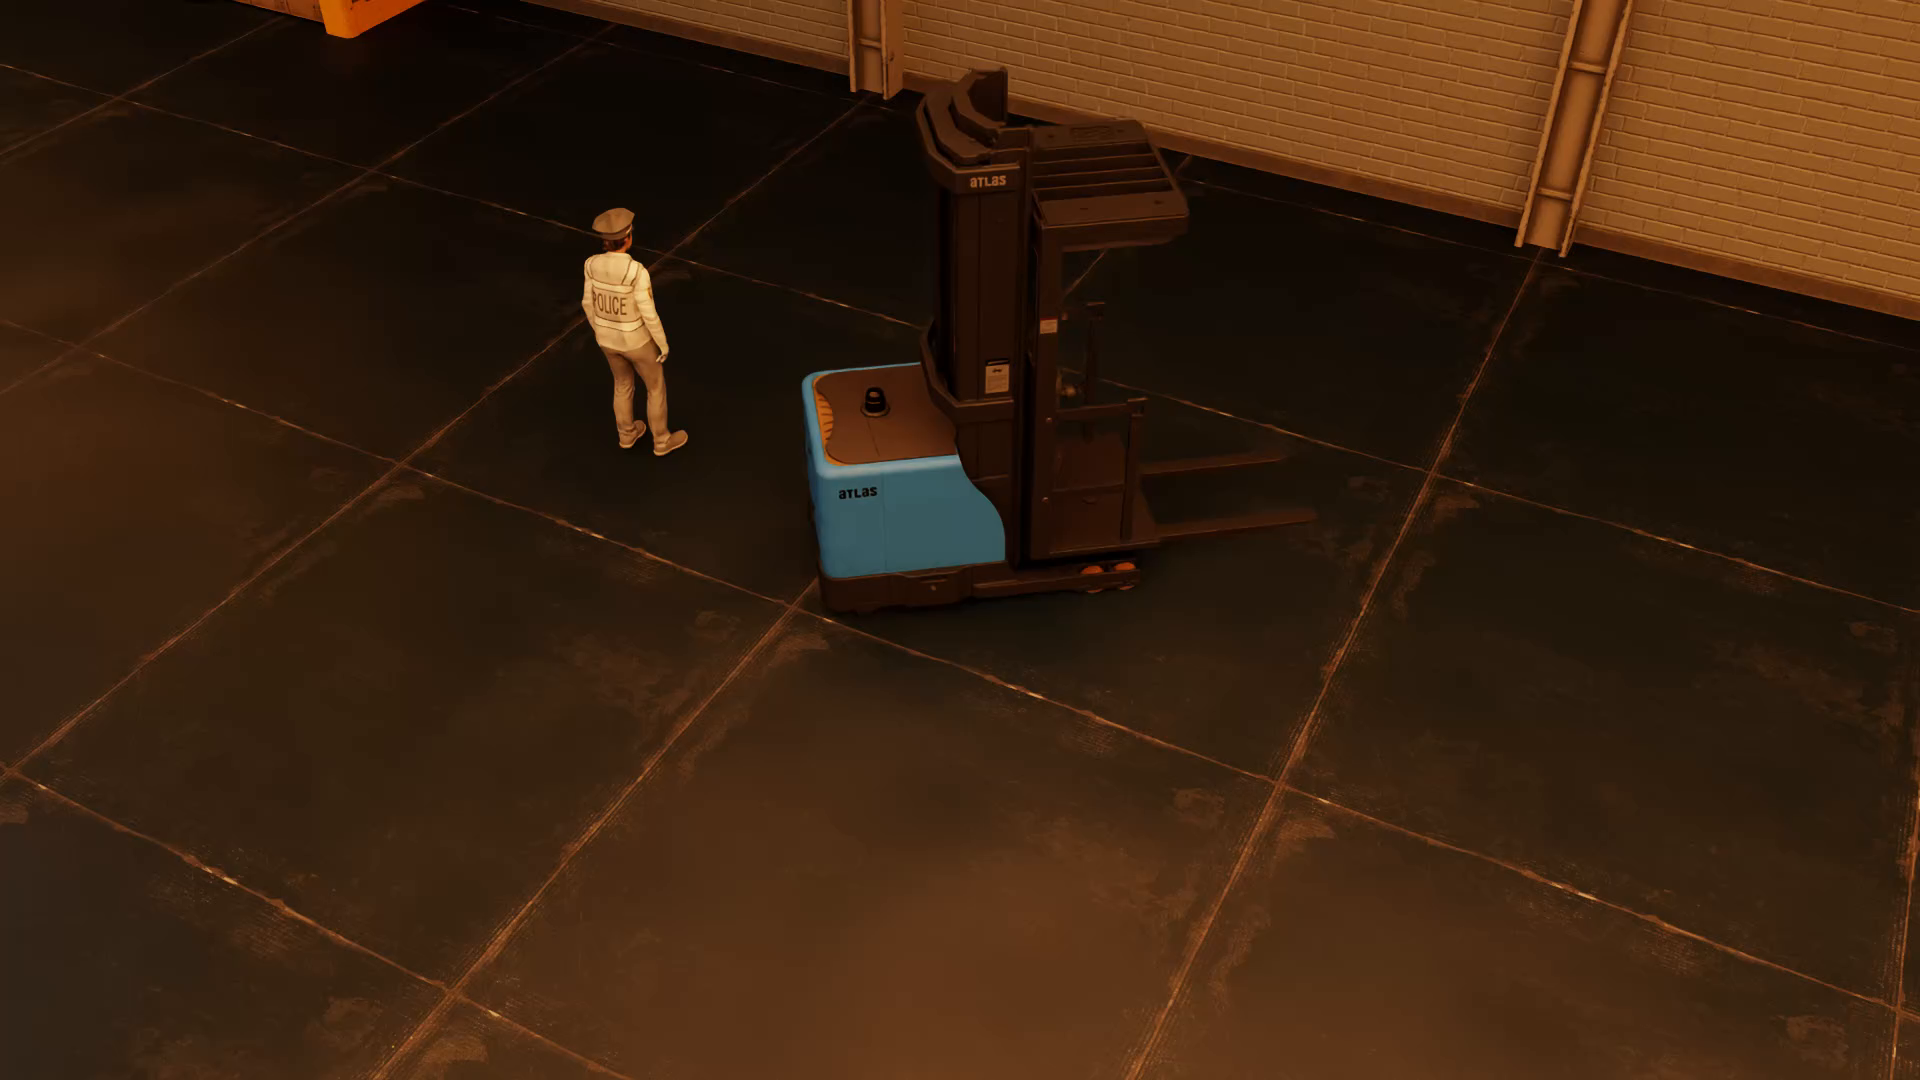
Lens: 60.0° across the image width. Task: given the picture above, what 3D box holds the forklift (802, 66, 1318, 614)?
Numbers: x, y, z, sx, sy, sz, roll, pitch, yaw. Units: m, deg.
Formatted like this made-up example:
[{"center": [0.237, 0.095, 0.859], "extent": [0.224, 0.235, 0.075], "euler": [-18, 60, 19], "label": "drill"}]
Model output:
[{"center": [0.623, -1.136, 9.336], "extent": [3.031, 2.935, 1.130], "euler": [-6, 40, -7], "label": "forklift"}]

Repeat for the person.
[{"center": [-2.087, -1.276, 10.489], "extent": [0.536, 1.661, 0.374], "euler": [15, 42, 17], "label": "person"}]
